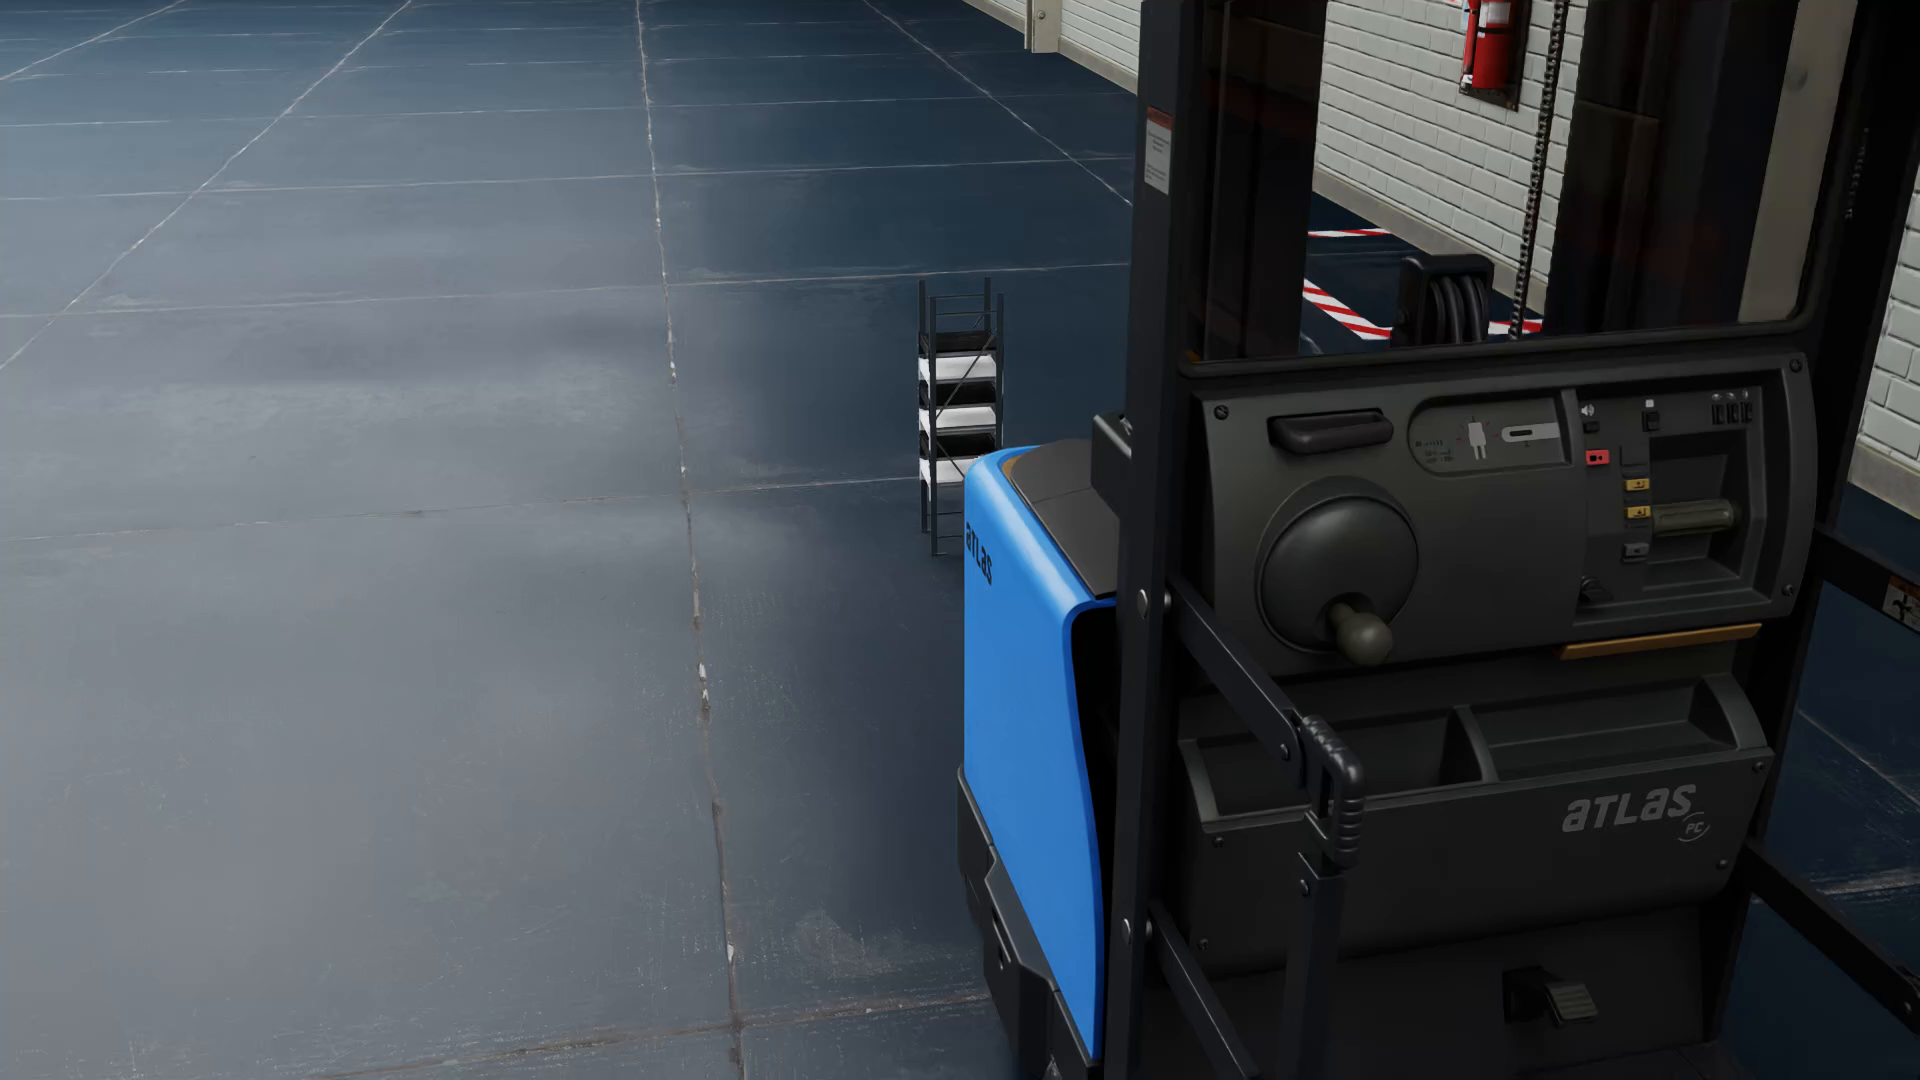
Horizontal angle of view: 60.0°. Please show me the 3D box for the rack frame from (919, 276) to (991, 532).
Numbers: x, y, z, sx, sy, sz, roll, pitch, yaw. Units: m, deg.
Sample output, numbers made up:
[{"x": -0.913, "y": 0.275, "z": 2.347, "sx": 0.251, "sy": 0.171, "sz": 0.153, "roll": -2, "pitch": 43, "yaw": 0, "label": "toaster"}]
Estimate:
[{"x": -0.017, "y": -0.449, "z": 5.654, "sx": 0.240, "sy": 0.900, "sz": 0.006, "roll": -4, "pitch": 24, "yaw": -10, "label": "rack frame"}]

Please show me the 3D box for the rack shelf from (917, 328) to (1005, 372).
[{"x": 0.001, "y": -0.626, "z": 5.468, "sx": 0.258, "sy": 0.077, "sz": 0.200, "roll": -4, "pitch": 24, "yaw": -10, "label": "rack shelf"}]

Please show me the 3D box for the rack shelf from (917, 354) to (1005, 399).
[{"x": 0.001, "y": -0.544, "z": 5.504, "sx": 0.258, "sy": 0.077, "sz": 0.200, "roll": -4, "pitch": 24, "yaw": -10, "label": "rack shelf"}]

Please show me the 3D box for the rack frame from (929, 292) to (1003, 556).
[{"x": 0.020, "y": -0.369, "z": 5.471, "sx": 0.240, "sy": 0.900, "sz": 0.006, "roll": -4, "pitch": 24, "yaw": -10, "label": "rack frame"}]

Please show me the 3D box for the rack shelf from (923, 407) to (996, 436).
[{"x": 0.001, "y": -0.397, "z": 5.568, "sx": 0.221, "sy": 0.026, "sz": 0.190, "roll": -4, "pitch": 24, "yaw": -10, "label": "rack shelf"}]

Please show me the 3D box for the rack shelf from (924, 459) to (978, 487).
[{"x": 0.001, "y": -0.232, "z": 5.640, "sx": 0.221, "sy": 0.026, "sz": 0.190, "roll": -4, "pitch": 24, "yaw": -10, "label": "rack shelf"}]

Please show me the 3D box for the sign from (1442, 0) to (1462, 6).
[{"x": 2.678, "y": -3.073, "z": 8.993, "sx": 0.001, "sy": 0.329, "sz": 0.234, "roll": -4, "pitch": 24, "yaw": -10, "label": "sign"}]

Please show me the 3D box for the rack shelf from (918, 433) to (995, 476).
[{"x": 0.001, "y": -0.296, "z": 5.612, "sx": 0.258, "sy": 0.077, "sz": 0.200, "roll": -4, "pitch": 24, "yaw": -10, "label": "rack shelf"}]

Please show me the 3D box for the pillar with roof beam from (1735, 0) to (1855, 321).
[{"x": -1.133, "y": -4.287, "z": 4.323, "sx": 9.100, "sy": 9.000, "sz": 0.400, "roll": -4, "pitch": 24, "yaw": -10, "label": "pillar with roof beam"}]

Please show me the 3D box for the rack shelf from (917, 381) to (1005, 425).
[{"x": 0.001, "y": -0.461, "z": 5.540, "sx": 0.258, "sy": 0.077, "sz": 0.200, "roll": -4, "pitch": 24, "yaw": -10, "label": "rack shelf"}]

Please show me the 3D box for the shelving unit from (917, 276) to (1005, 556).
[{"x": 0.001, "y": -0.409, "z": 5.563, "sx": 0.258, "sy": 0.900, "sz": 0.210, "roll": -4, "pitch": 24, "yaw": -10, "label": "shelving unit"}]

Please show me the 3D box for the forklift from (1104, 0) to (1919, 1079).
[{"x": 0.823, "y": -0.021, "z": 2.135, "sx": 1.110, "sy": 2.935, "sz": 3.031, "roll": -5, "pitch": 24, "yaw": -12, "label": "forklift"}]
